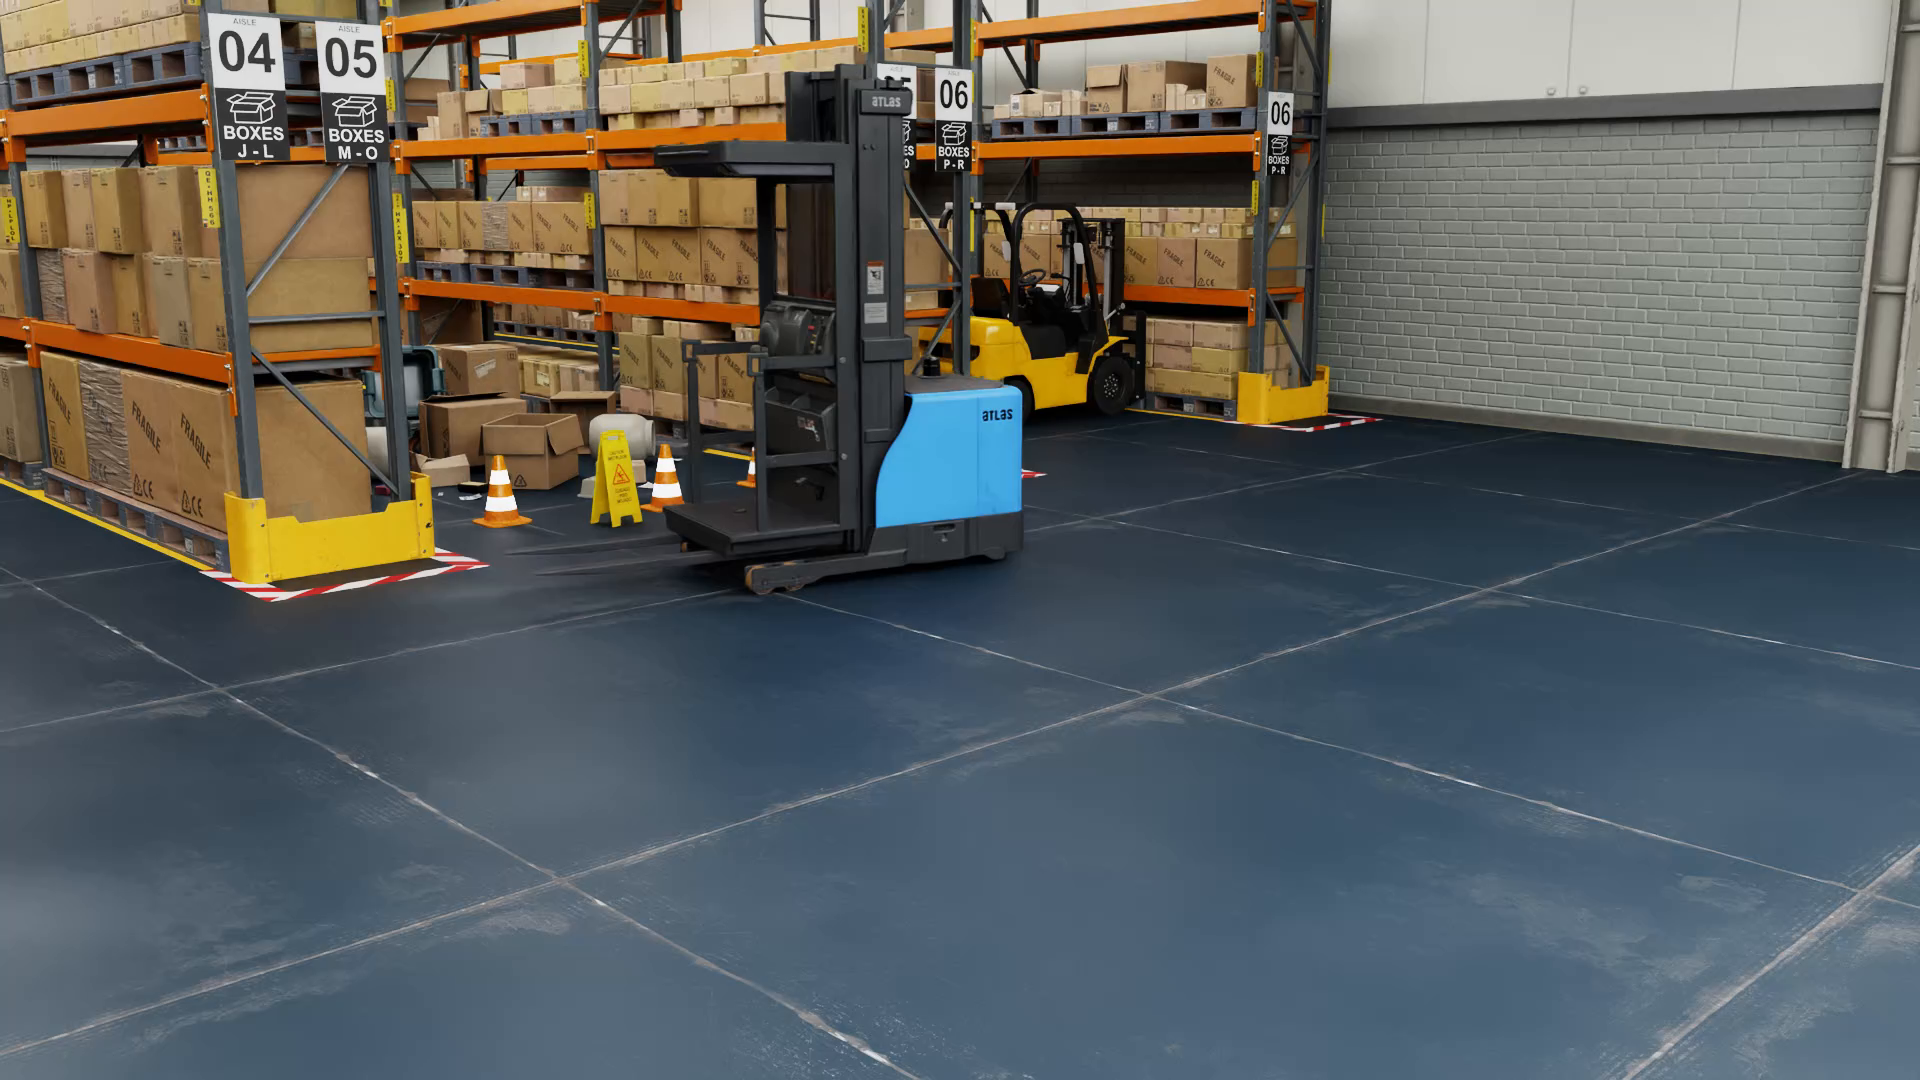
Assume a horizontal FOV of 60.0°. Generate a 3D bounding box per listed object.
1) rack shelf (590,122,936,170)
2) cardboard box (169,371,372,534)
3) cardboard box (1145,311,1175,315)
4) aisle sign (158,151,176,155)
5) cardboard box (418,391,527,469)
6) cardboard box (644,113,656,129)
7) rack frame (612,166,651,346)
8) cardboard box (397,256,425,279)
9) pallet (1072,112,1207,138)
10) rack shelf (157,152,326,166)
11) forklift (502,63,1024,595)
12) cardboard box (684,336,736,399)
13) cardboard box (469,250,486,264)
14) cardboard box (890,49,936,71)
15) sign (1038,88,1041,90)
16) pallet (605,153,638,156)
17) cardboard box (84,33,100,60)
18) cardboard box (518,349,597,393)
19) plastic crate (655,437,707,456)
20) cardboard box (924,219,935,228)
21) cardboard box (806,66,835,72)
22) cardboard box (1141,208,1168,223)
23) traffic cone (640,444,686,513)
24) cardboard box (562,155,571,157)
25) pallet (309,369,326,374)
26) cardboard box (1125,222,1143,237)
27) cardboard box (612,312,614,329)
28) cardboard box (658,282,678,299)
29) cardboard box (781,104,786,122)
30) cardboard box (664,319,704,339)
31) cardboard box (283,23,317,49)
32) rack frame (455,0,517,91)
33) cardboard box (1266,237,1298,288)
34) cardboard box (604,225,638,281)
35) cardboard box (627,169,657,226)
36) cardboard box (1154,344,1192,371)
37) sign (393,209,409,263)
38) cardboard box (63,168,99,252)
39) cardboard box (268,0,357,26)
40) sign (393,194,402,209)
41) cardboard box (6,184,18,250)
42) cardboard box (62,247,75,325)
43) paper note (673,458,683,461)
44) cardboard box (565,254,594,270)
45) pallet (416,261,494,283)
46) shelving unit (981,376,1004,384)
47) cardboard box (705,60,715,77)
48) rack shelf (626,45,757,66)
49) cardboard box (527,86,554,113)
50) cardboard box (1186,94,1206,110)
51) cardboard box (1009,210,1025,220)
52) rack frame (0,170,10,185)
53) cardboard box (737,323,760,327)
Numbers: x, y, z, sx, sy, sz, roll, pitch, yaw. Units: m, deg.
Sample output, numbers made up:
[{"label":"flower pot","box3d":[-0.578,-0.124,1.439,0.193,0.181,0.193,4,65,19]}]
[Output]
[{"label":"rack shelf","box3d":[-1.697,-3.431,14.478,1.077,0.370,4.000,-11,16,-43]},{"label":"cardboard box","box3d":[-4.342,-0.572,10.480,0.875,0.875,0.875,-11,16,-42]},{"label":"cardboard box","box3d":[2.042,-2.382,18.335,0.500,0.250,0.500,-11,16,-44]},{"label":"aisle sign","box3d":[-11.625,-5.600,24.218,0.394,0.787,0.004,-11,16,-43]},{"label":"cardboard box","box3d":[-4.012,-0.905,13.719,0.797,0.637,0.503,-11,16,-43]},{"label":"cardboard box","box3d":[-2.649,-3.805,15.137,0.380,0.149,0.250,-11,16,-43]},{"label":"rack frame","box3d":[-5.016,-4.465,25.152,1.000,3.000,0.127,-11,16,-43]},{"label":"cardboard box","box3d":[-6.378,-3.154,19.157,0.500,0.250,0.500,11,16,43]},{"label":"pallet","box3d":[1.955,-4.425,17.741,1.003,0.211,1.213,-11,16,-43]},{"label":"rack shelf","box3d":[-9.984,-5.182,22.979,1.077,0.370,4.000,-11,16,-43]},{"label":"forklift","box3d":[-1.138,-1.247,9.699,3.031,2.935,1.130,-7,13,-30]},{"label":"cardboard box","box3d":[-2.131,-1.556,14.944,0.500,0.500,0.500,-10,15,-40]},{"label":"cardboard box","box3d":[-5.026,-3.039,17.811,0.380,0.149,0.250,-10,15,-39]},{"label":"cardboard box","box3d":[-0.414,-3.839,13.324,0.380,0.149,0.250,-11,16,-43]},{"label":"sign","box3d":[0.910,-5.137,19.499,0.100,0.325,0.005,-11,16,-43]},{"label":"pallet","box3d":[-4.616,-5.738,24.359,1.213,0.211,1.003,-11,16,-43]},{"label":"cardboard box","box3d":[-5.354,-3.142,10.629,0.380,0.149,0.250,-11,16,-42]},{"label":"cardboard box","box3d":[-4.423,-1.806,17.716,0.950,0.372,0.625,-10,15,-41]},{"label":"plastic crate","box3d":[-2.587,-0.832,14.753,0.583,0.080,0.402,6,13,26]},{"label":"cardboard box","box3d":[-0.210,-3.762,19.881,0.380,0.149,0.250,-11,16,-43]},{"label":"cardboard box","box3d":[-0.864,-3.600,13.154,0.500,0.250,0.500,-11,16,-43]},{"label":"cardboard box","box3d":[2.100,-3.385,17.314,0.380,0.149,0.250,-10,16,-41]},{"label":"traffic cone","box3d":[-2.114,-0.458,11.988,0.336,0.463,0.334,-11,16,-43]},{"label":"cardboard box","box3d":[-5.823,-5.899,25.301,0.380,0.149,0.250,-10,15,-41]},{"label":"pallet","box3d":[-8.016,-2.305,21.578,1.003,0.211,1.213,-11,16,-43]},{"label":"cardboard box","box3d":[1.926,-3.276,17.524,0.380,0.149,0.250,-11,16,-42]},{"label":"cardboard box","box3d":[-5.301,-3.484,26.009,0.500,0.311,0.500,-10,15,-41]},{"label":"cardboard box","box3d":[-2.530,-2.287,15.200,0.380,0.149,0.250,-10,15,-41]},{"label":"cardboard box","box3d":[-1.246,-3.503,13.668,0.380,0.149,0.250,-11,16,-42]},{"label":"cardboard box","box3d":[-2.467,-1.925,15.127,0.380,0.149,0.250,-10,15,-40]},{"label":"cardboard box","box3d":[-3.831,-3.013,10.002,0.380,0.149,0.250,-11,16,-42]},{"label":"rack frame","box3d":[-7.778,-7.988,27.380,1.000,3.000,0.127,-11,16,-43]},{"label":"cardboard box","box3d":[3.130,-2.874,17.180,0.500,0.500,0.500,-10,15,-41]},{"label":"cardboard box","box3d":[-2.976,-2.697,15.585,0.500,0.500,0.500,-11,16,-43]},{"label":"cardboard box","box3d":[-2.594,-3.118,15.149,0.700,0.500,0.500,-11,16,-42]},{"label":"cardboard box","box3d":[2.371,-1.920,17.332,0.500,0.250,0.500,-11,16,-43]},{"label":"sign","box3d":[-3.421,-1.857,10.148,0.100,0.325,0.005,-11,16,-43]},{"label":"cardboard box","box3d":[-5.621,-2.283,11.510,0.875,0.550,0.550,-11,16,-43]},{"label":"cardboard box","box3d":[-3.974,-3.220,10.018,0.500,0.250,0.500,-11,16,-43]},{"label":"sign","box3d":[-6.240,-3.679,18.464,0.100,0.325,0.005,-11,16,-43]},{"label":"cardboard box","box3d":[-6.936,-2.511,12.942,0.700,0.500,0.500,-11,16,-44]},{"label":"cardboard box","box3d":[-5.929,-1.845,12.063,0.875,0.550,0.550,-11,16,-43]},{"label":"paper note","box3d":[-2.456,-0.688,14.177,0.148,0.019,0.142,6,13,26]},{"label":"cardboard box","box3d":[-3.633,-2.725,16.286,0.380,0.149,0.250,-11,16,-42]},{"label":"pallet","box3d":[-5.271,-3.006,18.545,1.213,0.211,1.003,-11,16,-43]},{"label":"shelving unit","box3d":[0.133,-0.540,10.932,0.215,1.050,0.252,-7,14,-31]},{"label":"cardboard box","box3d":[-1.963,-4.036,14.278,0.380,0.149,0.250,-10,16,-41]},{"label":"rack shelf","box3d":[-3.634,-6.564,23.243,1.077,0.370,4.000,-11,16,-43]},{"label":"cardboard box","box3d":[-3.932,-4.347,16.473,0.500,0.250,0.500,-11,16,-42]},{"label":"cardboard box","box3d":[2.480,-4.394,16.703,0.250,0.149,0.380,11,16,44]},{"label":"cardboard box","box3d":[0.774,-3.699,18.841,0.380,0.149,0.250,-11,16,-42]},{"label":"rack frame","box3d":[-9.351,-2.485,15.539,1.000,3.000,0.127,-11,16,-43]},{"label":"cardboard box","box3d":[-2.701,-2.895,22.683,0.500,0.500,0.500,-10,15,-41]}]
